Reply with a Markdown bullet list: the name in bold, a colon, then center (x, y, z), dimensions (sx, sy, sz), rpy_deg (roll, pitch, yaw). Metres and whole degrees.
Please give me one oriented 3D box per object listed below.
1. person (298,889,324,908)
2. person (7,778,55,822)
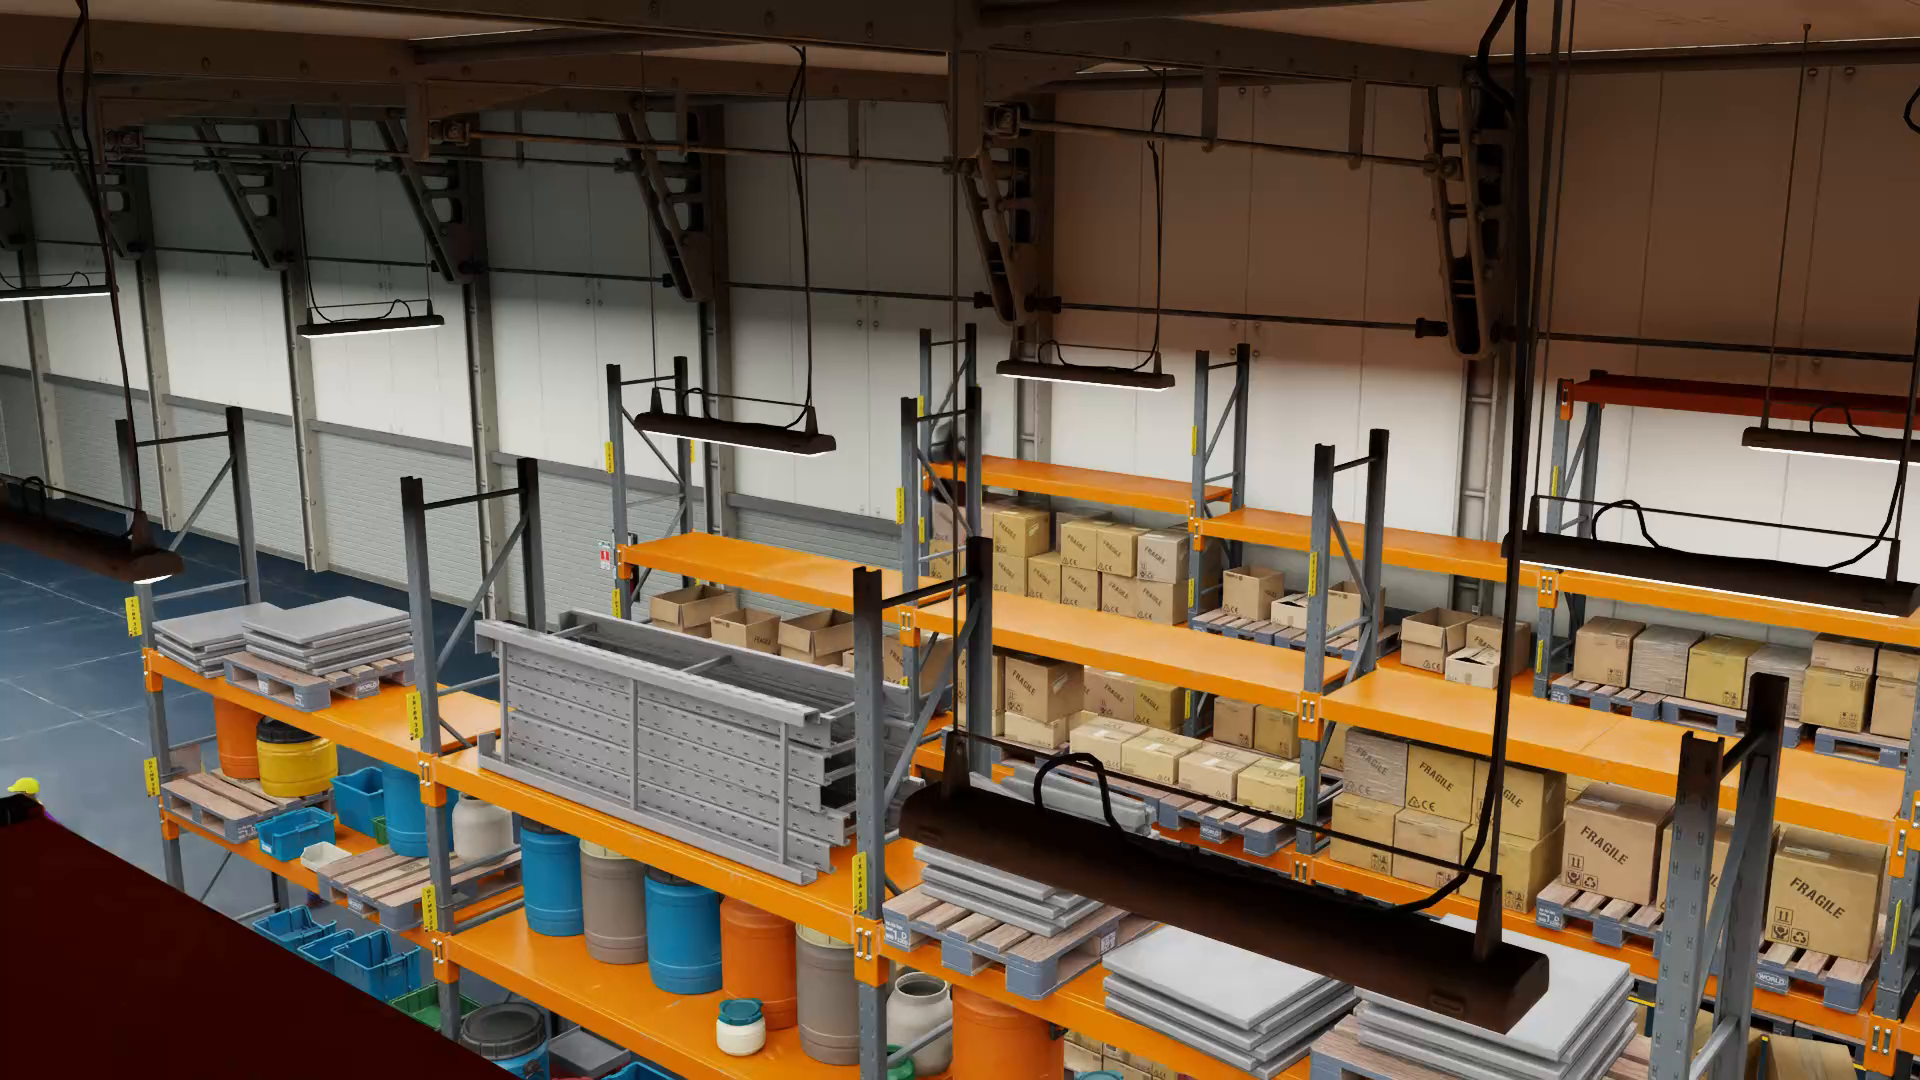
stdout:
- **person**: center (-6.928, 3.258, 18.208), dimensions (0.794, 1.644, 0.600), rpy_deg (-4, 13, -19)
- **person**: center (-9.708, 3.340, 17.464), dimensions (0.963, 1.771, 0.700), rpy_deg (-7, 14, -28)
